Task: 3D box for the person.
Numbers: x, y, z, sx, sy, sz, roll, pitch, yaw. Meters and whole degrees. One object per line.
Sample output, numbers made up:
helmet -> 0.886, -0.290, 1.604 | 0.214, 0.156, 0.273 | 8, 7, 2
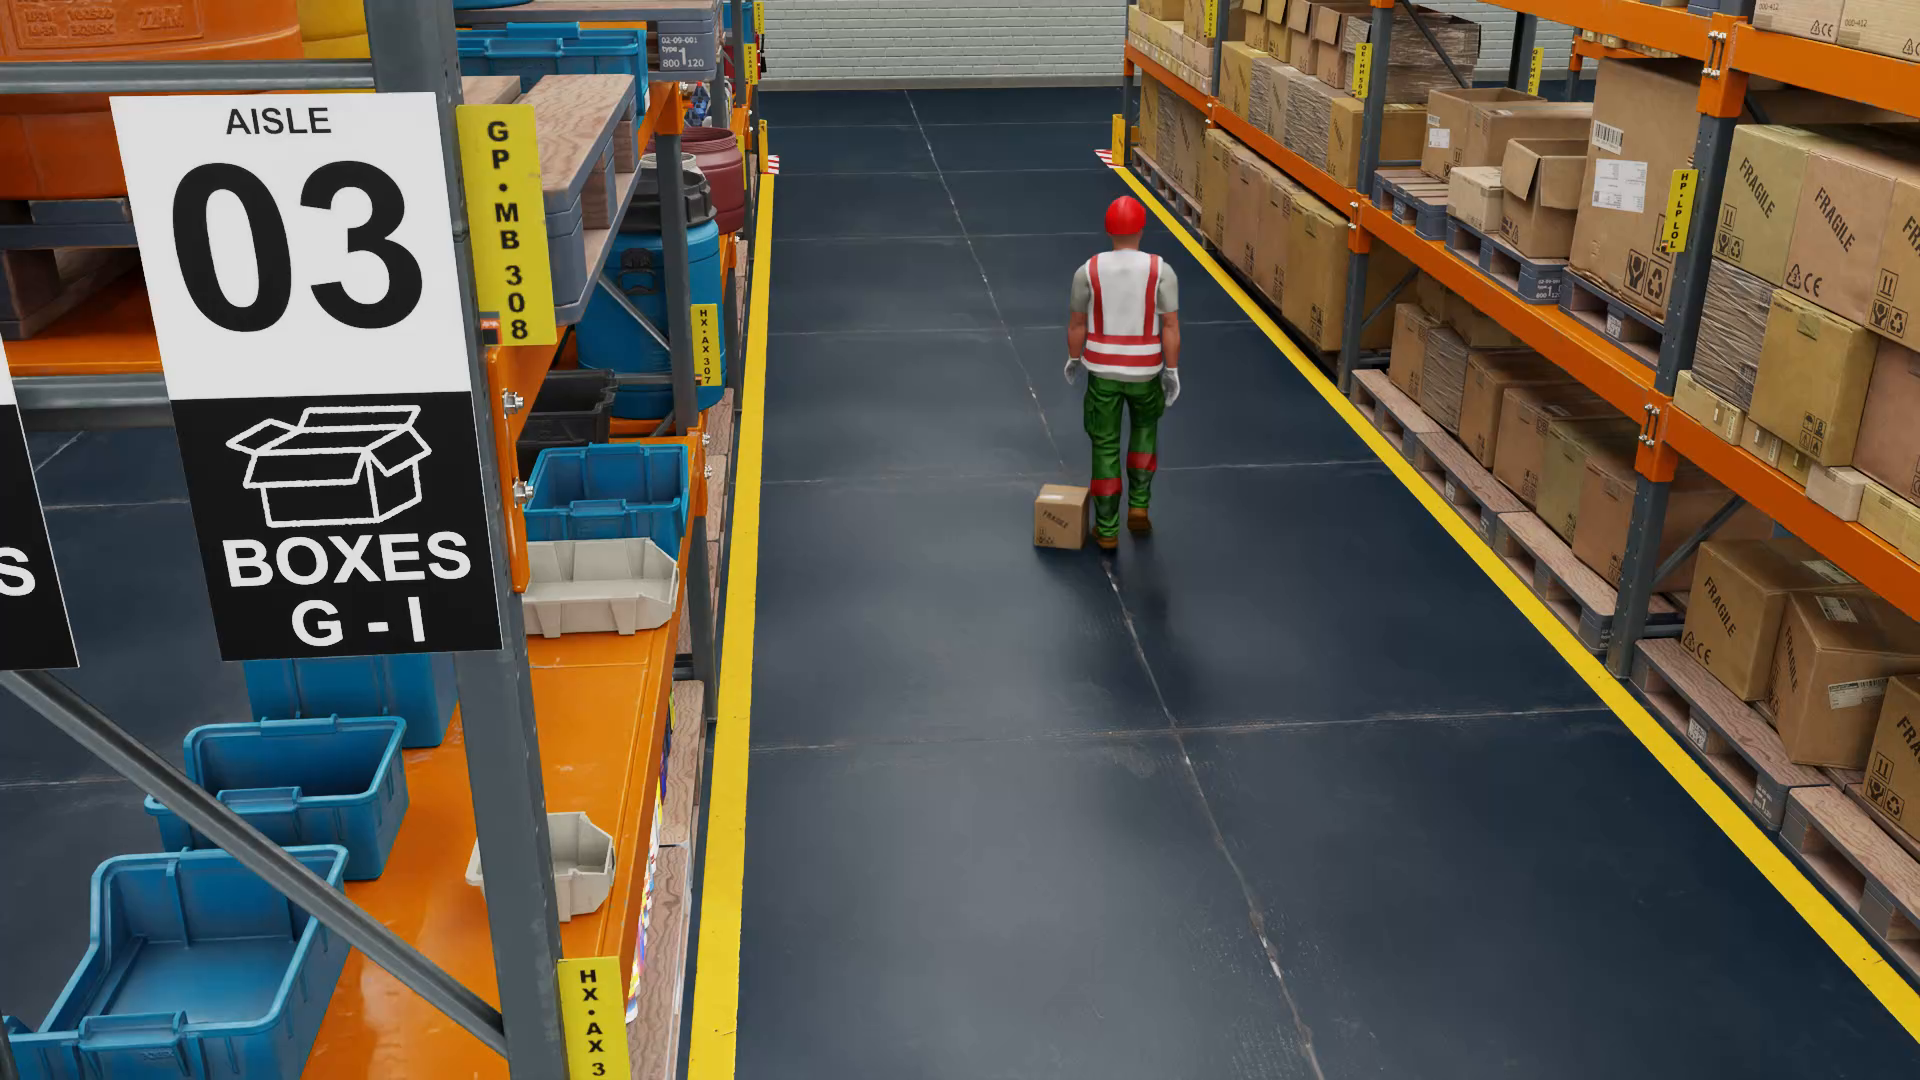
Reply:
person -> 0.825, -0.832, 8.492 | 0.586, 1.841, 0.563 | 1, 24, 3
